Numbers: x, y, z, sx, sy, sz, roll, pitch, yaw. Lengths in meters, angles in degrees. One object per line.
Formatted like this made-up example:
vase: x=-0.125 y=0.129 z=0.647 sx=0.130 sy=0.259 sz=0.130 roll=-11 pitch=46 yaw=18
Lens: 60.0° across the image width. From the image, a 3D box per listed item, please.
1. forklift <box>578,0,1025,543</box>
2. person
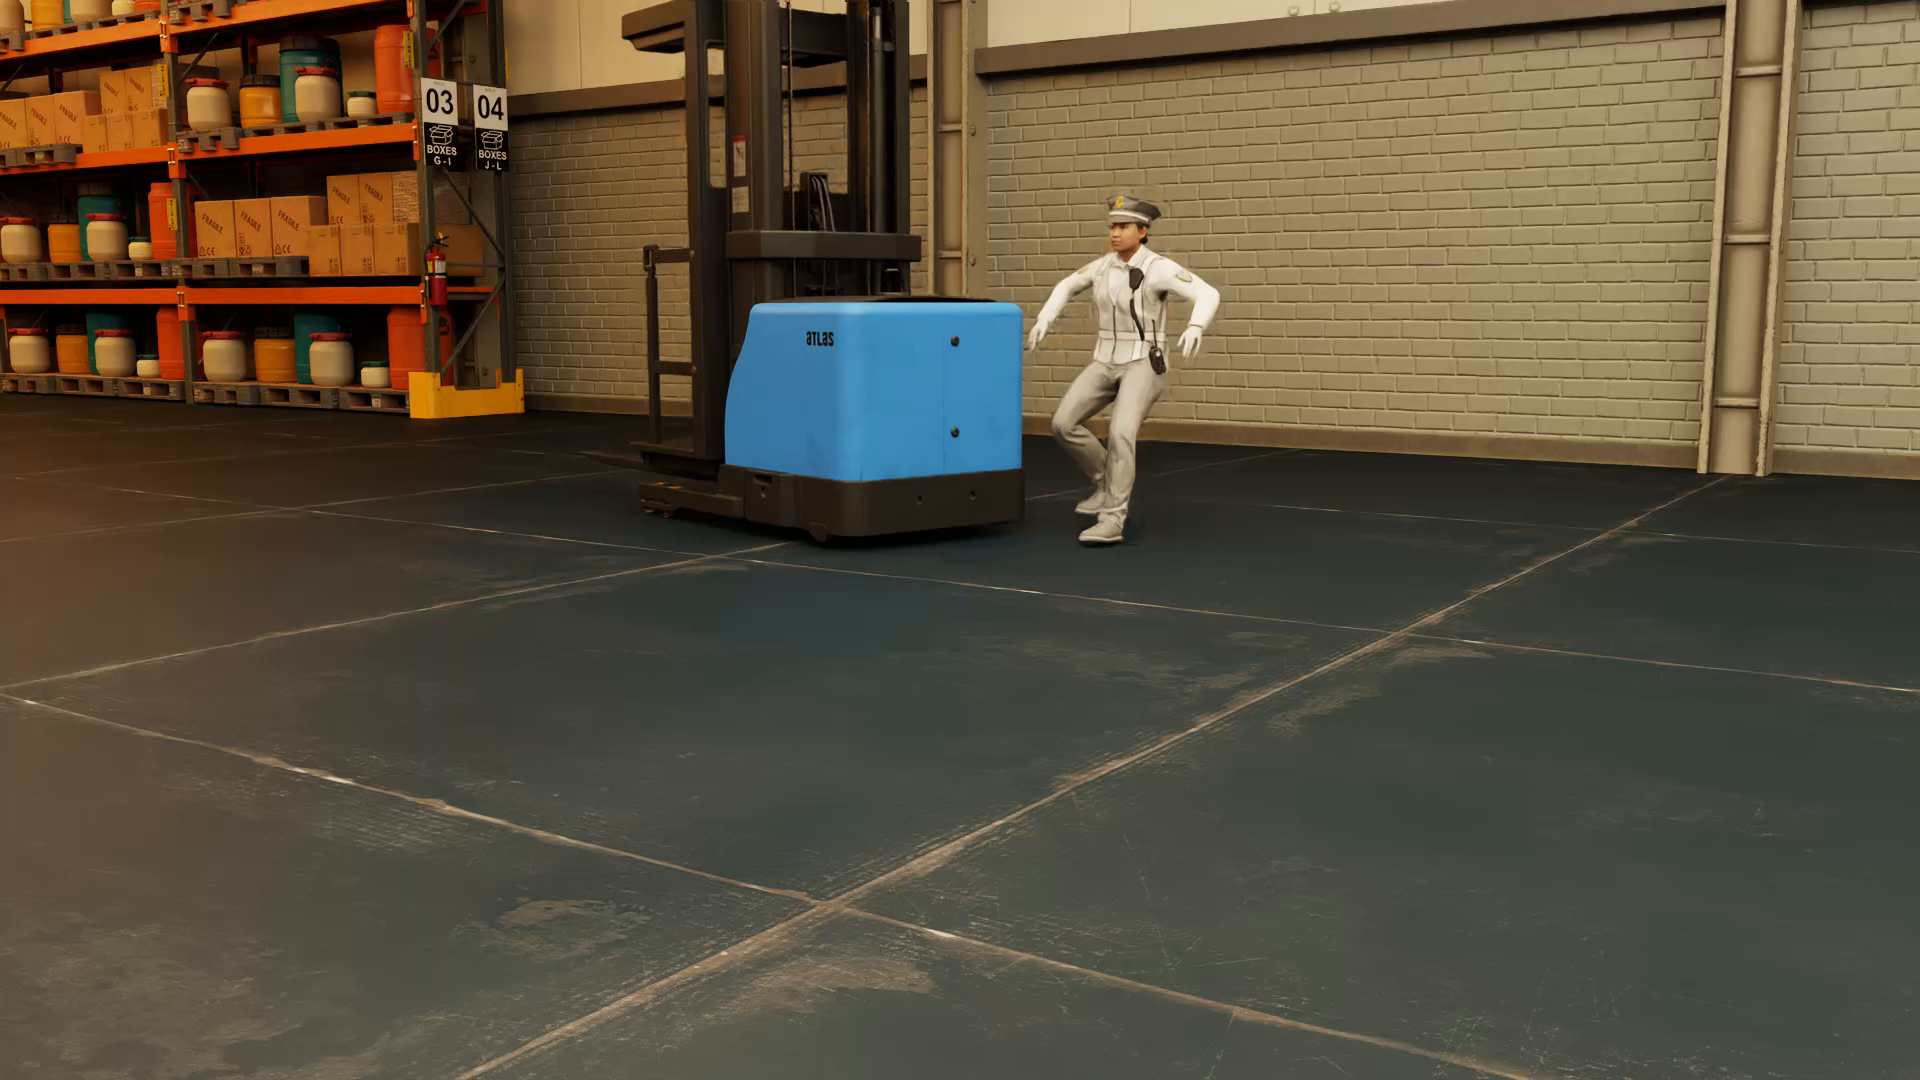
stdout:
forklift: x=-1.002 y=-1.600 z=8.445 sx=1.130 sy=2.935 sz=3.031 roll=-6 pitch=10 yaw=-38
person: x=0.673 y=-0.796 z=7.627 sx=0.726 sy=1.560 sz=0.950 roll=-8 pitch=11 yaw=-43
